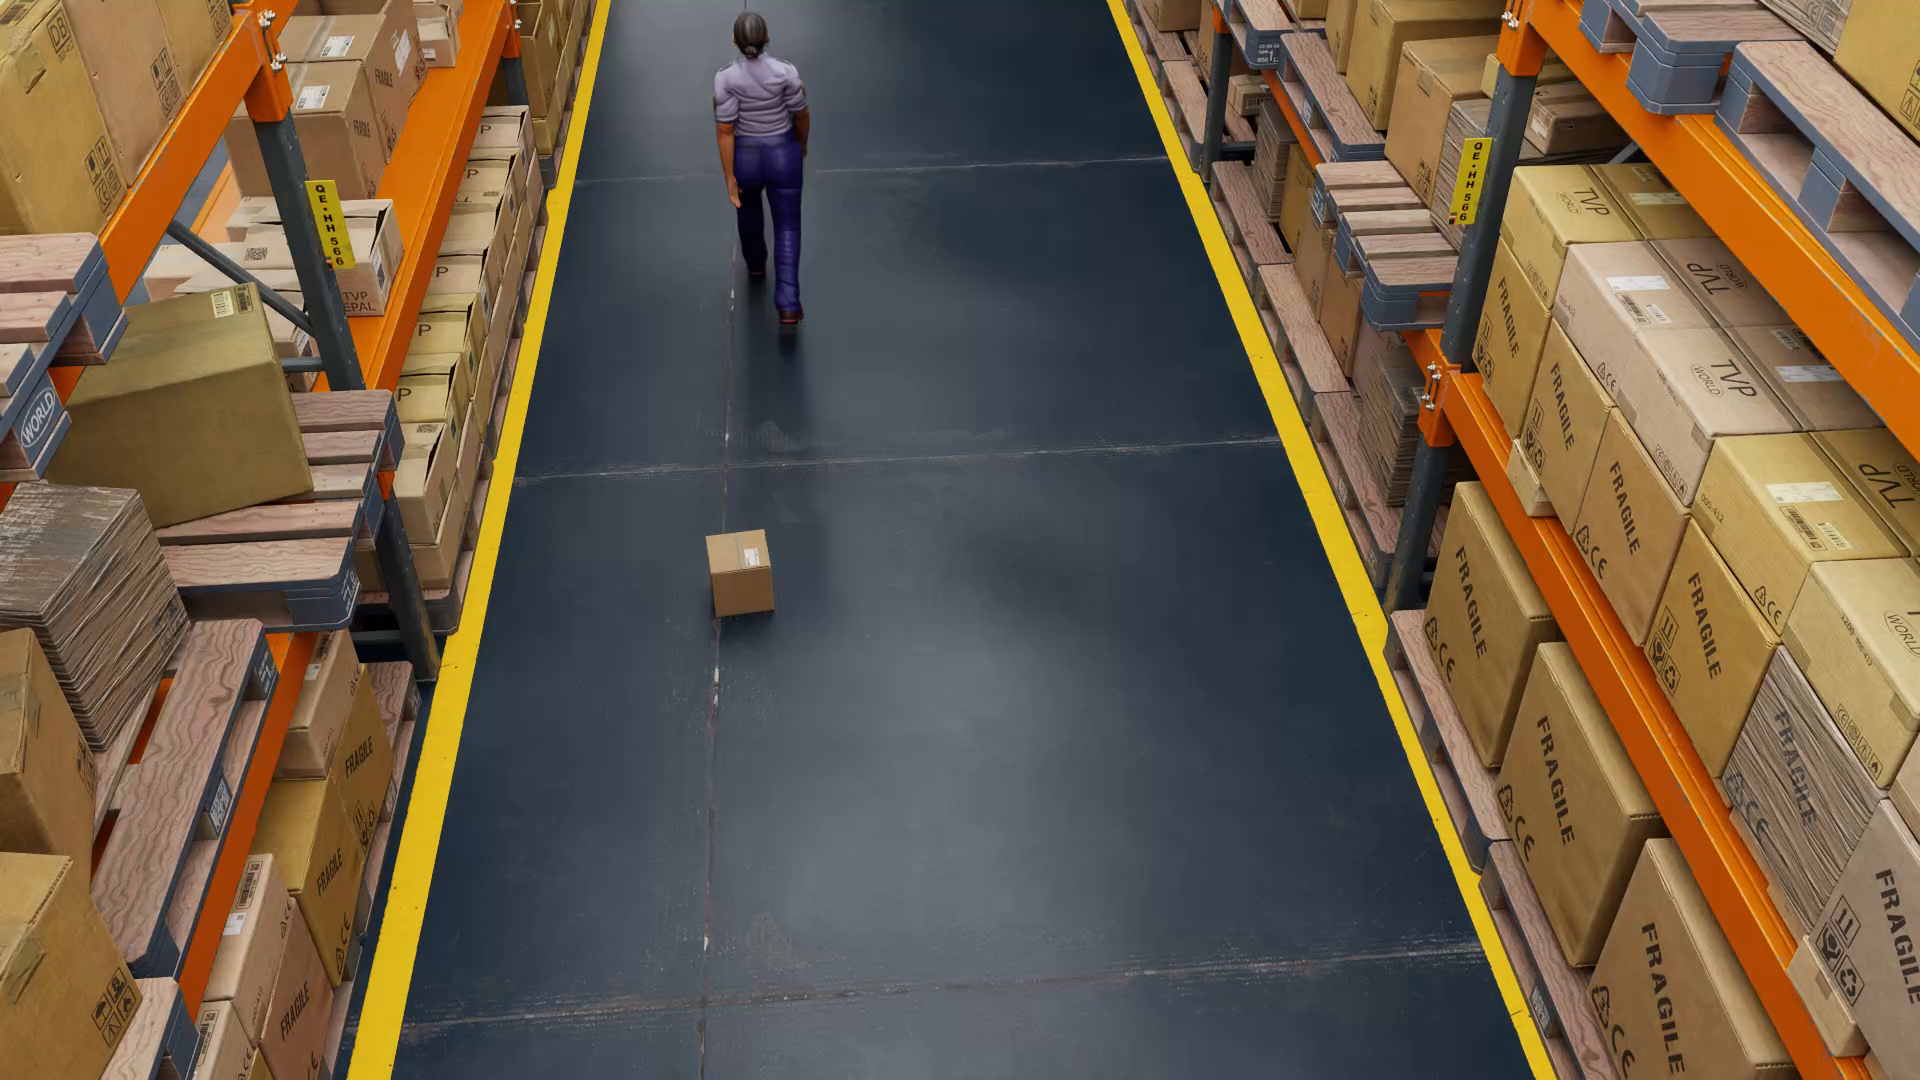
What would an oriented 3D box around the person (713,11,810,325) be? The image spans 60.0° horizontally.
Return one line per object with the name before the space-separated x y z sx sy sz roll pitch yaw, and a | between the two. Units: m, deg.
person | -0.996 -1.952 8.554 0.473 1.594 1.006 -3 39 -4
